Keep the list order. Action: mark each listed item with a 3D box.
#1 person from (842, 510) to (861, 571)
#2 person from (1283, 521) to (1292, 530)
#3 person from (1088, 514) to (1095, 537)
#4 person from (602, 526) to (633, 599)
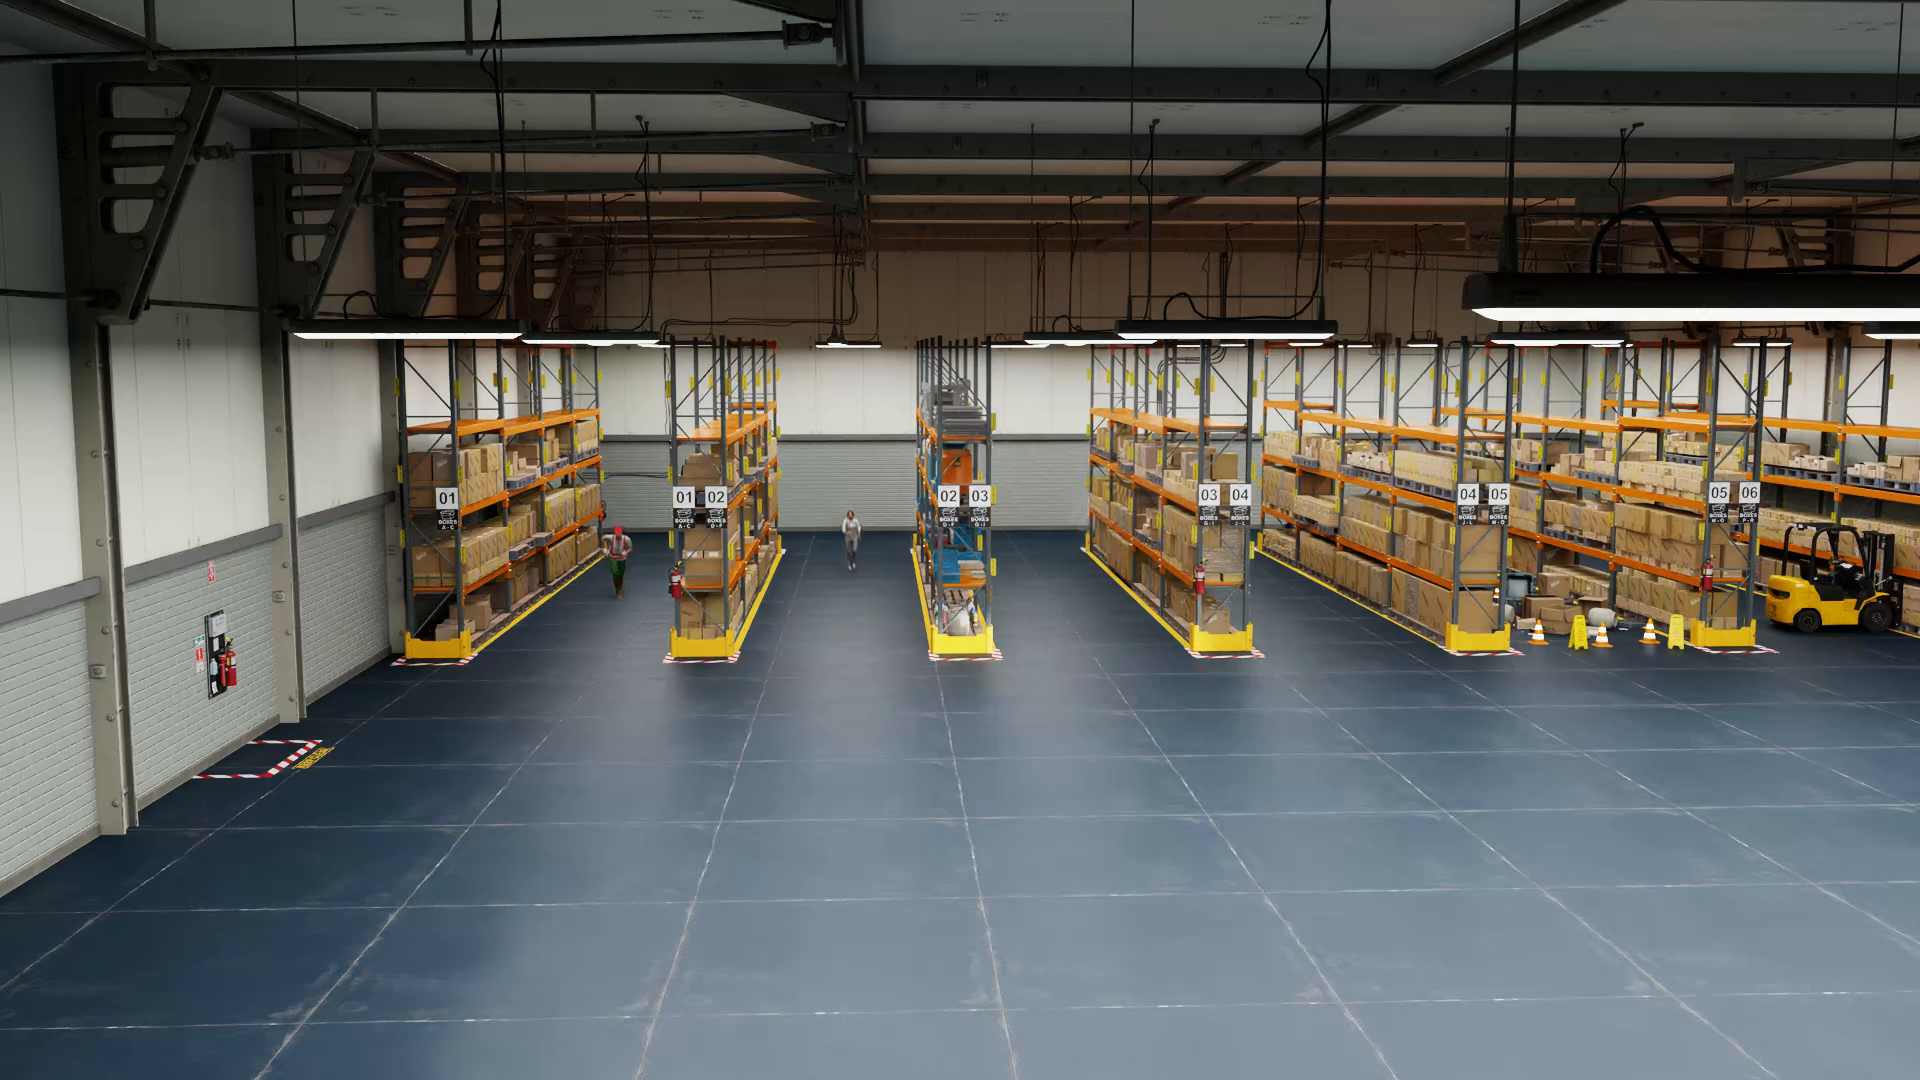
[{"bbox_3d":[-2.828,0.008,43.351,0.505,1.585,0.732,-1,7,-7],"label":"person"},{"bbox_3d":[9.799,-0.593,48.848,0.813,1.686,0.625,1,7,7],"label":"person"},{"bbox_3d":[4.091,-0.745,49.635,0.690,1.648,0.586,4,8,33],"label":"person"},{"bbox_3d":[-7.990,0.502,38.828,0.706,1.731,1.054,-1,7,-12],"label":"person"}]
